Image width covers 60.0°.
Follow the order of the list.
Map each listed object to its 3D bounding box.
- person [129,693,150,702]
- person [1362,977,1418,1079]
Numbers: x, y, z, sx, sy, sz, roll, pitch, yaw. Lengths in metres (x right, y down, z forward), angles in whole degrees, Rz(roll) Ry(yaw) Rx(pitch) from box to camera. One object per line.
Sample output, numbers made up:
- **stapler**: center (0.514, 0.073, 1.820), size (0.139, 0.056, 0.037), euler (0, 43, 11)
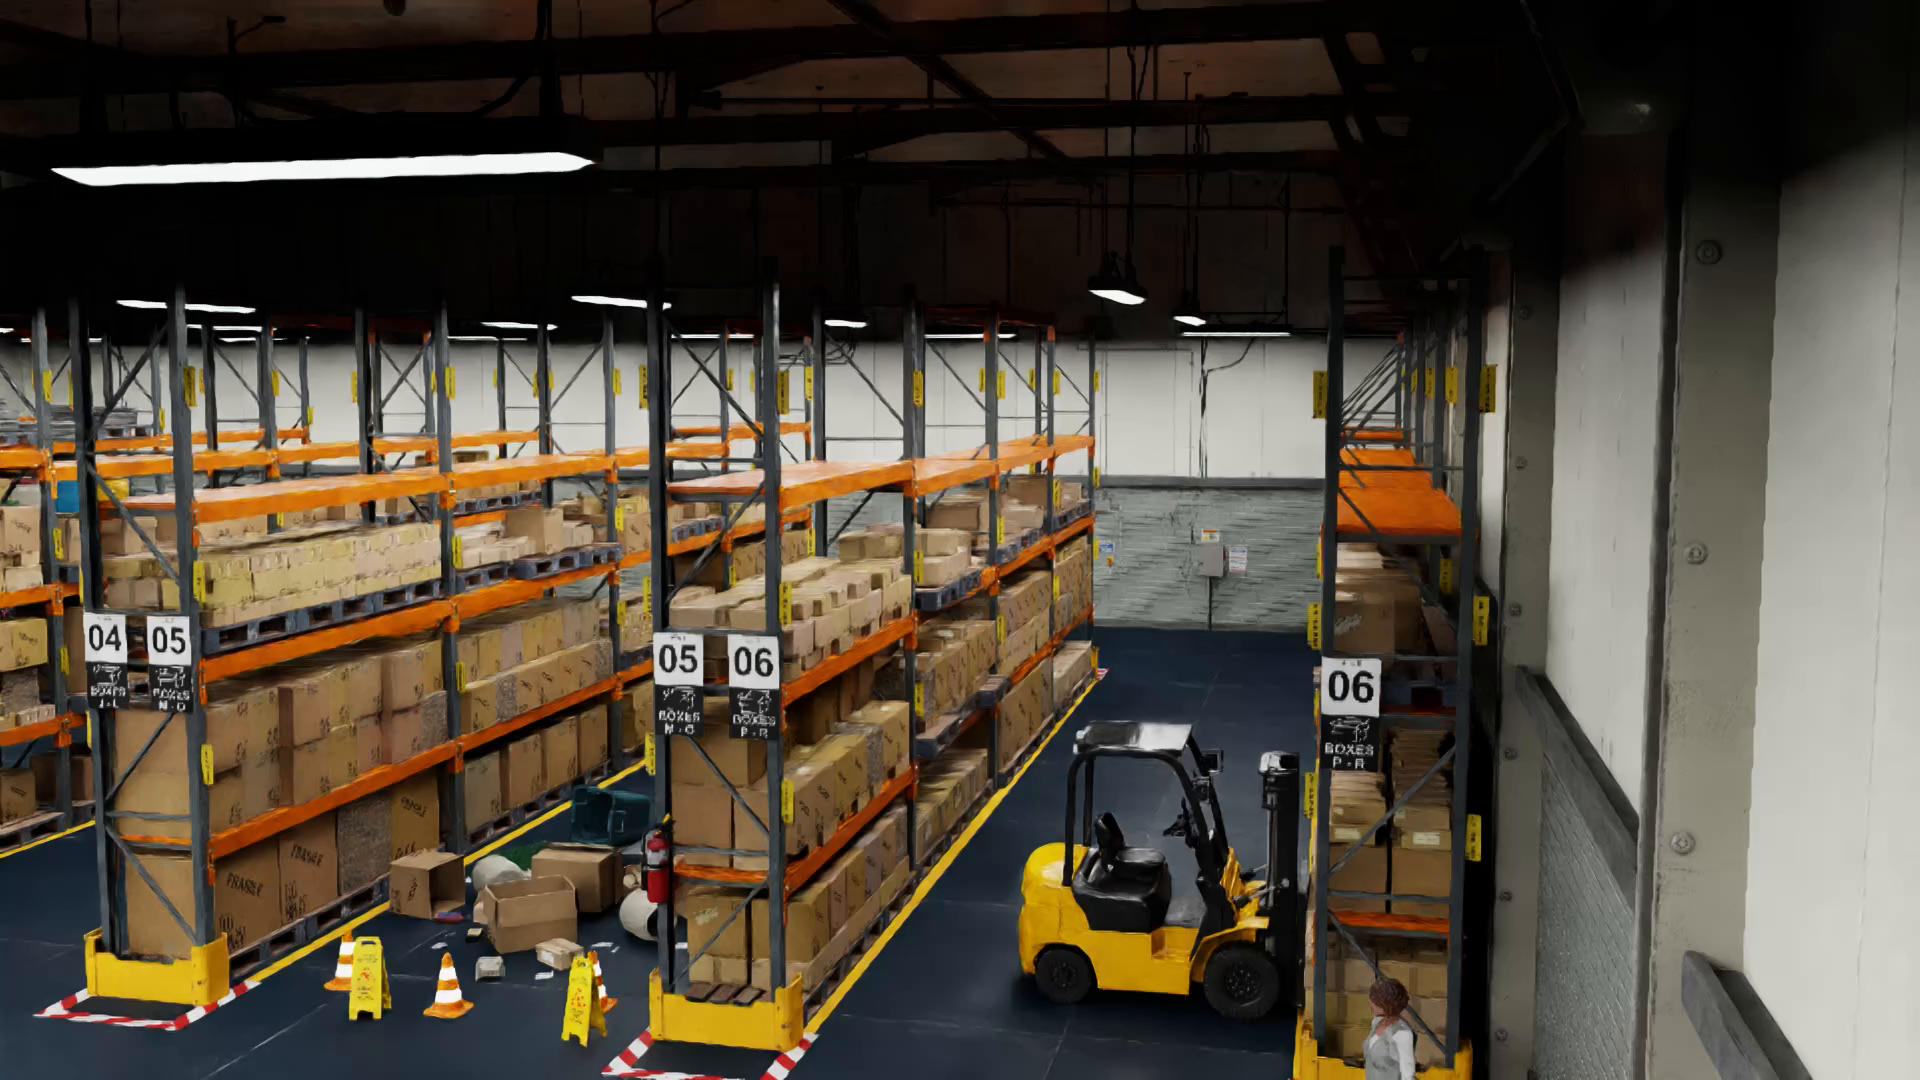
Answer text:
- **person**: center (-9.089, 2.481, 18.624), size (0.639, 1.632, 0.512), euler (1, 6, 11)
- **person**: center (2.647, 3.386, 9.901), size (0.483, 1.587, 0.513), euler (-1, 6, -12)
